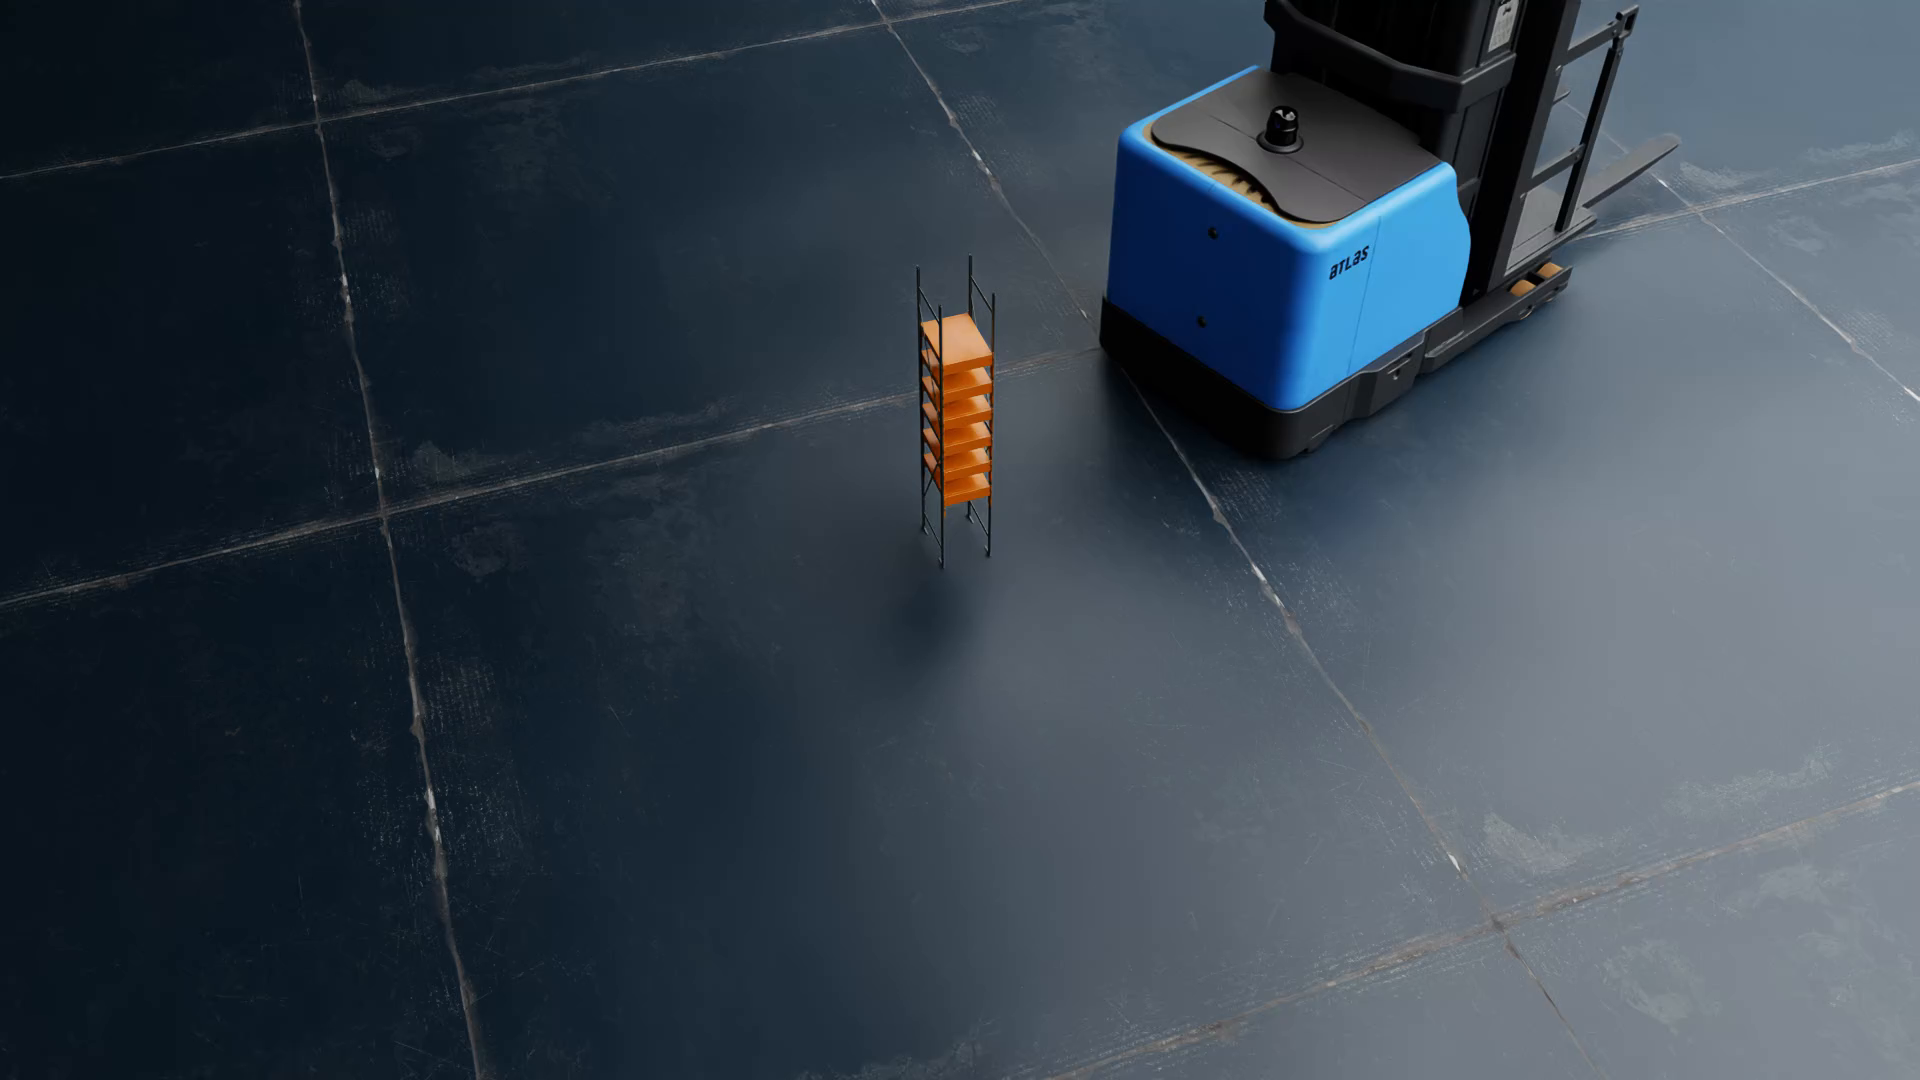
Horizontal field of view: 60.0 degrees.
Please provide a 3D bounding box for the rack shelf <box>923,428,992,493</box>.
[{"bbox_3d":[-0.014,-0.304,5.938,0.180,0.103,0.258,-14,47,-14],"label":"rack shelf"}]

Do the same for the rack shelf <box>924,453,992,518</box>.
[{"bbox_3d":[-0.014,-0.219,6.023,0.180,0.103,0.258,-14,47,-14],"label":"rack shelf"}]

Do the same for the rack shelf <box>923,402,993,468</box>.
[{"bbox_3d":[-0.014,-0.389,5.853,0.180,0.103,0.258,-14,47,-14],"label":"rack shelf"}]

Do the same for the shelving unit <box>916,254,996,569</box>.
[{"bbox_3d":[-0.014,-0.420,5.822,0.189,1.200,0.258,-14,47,-14],"label":"shelving unit"}]

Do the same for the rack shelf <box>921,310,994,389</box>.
[{"bbox_3d":[-0.014,-0.643,5.598,0.180,0.103,0.258,-14,47,-14],"label":"rack shelf"}]

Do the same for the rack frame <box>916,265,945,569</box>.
[{"bbox_3d":[-0.100,-0.398,5.800,0.006,1.200,0.240,-14,47,-14],"label":"rack frame"}]

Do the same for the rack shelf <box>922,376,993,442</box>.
[{"bbox_3d":[-0.014,-0.473,5.768,0.180,0.103,0.258,-14,47,-14],"label":"rack shelf"}]

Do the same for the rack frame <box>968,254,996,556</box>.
[{"bbox_3d":[0.072,-0.442,5.843,0.006,1.200,0.240,-14,47,-14],"label":"rack frame"}]

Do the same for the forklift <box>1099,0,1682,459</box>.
[{"bbox_3d":[2.031,-2.246,6.419,3.031,2.935,1.130,-31,53,-27],"label":"forklift"}]

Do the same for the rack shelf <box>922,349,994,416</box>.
[{"bbox_3d":[-0.014,-0.558,5.683,0.180,0.103,0.258,-14,47,-14],"label":"rack shelf"}]
